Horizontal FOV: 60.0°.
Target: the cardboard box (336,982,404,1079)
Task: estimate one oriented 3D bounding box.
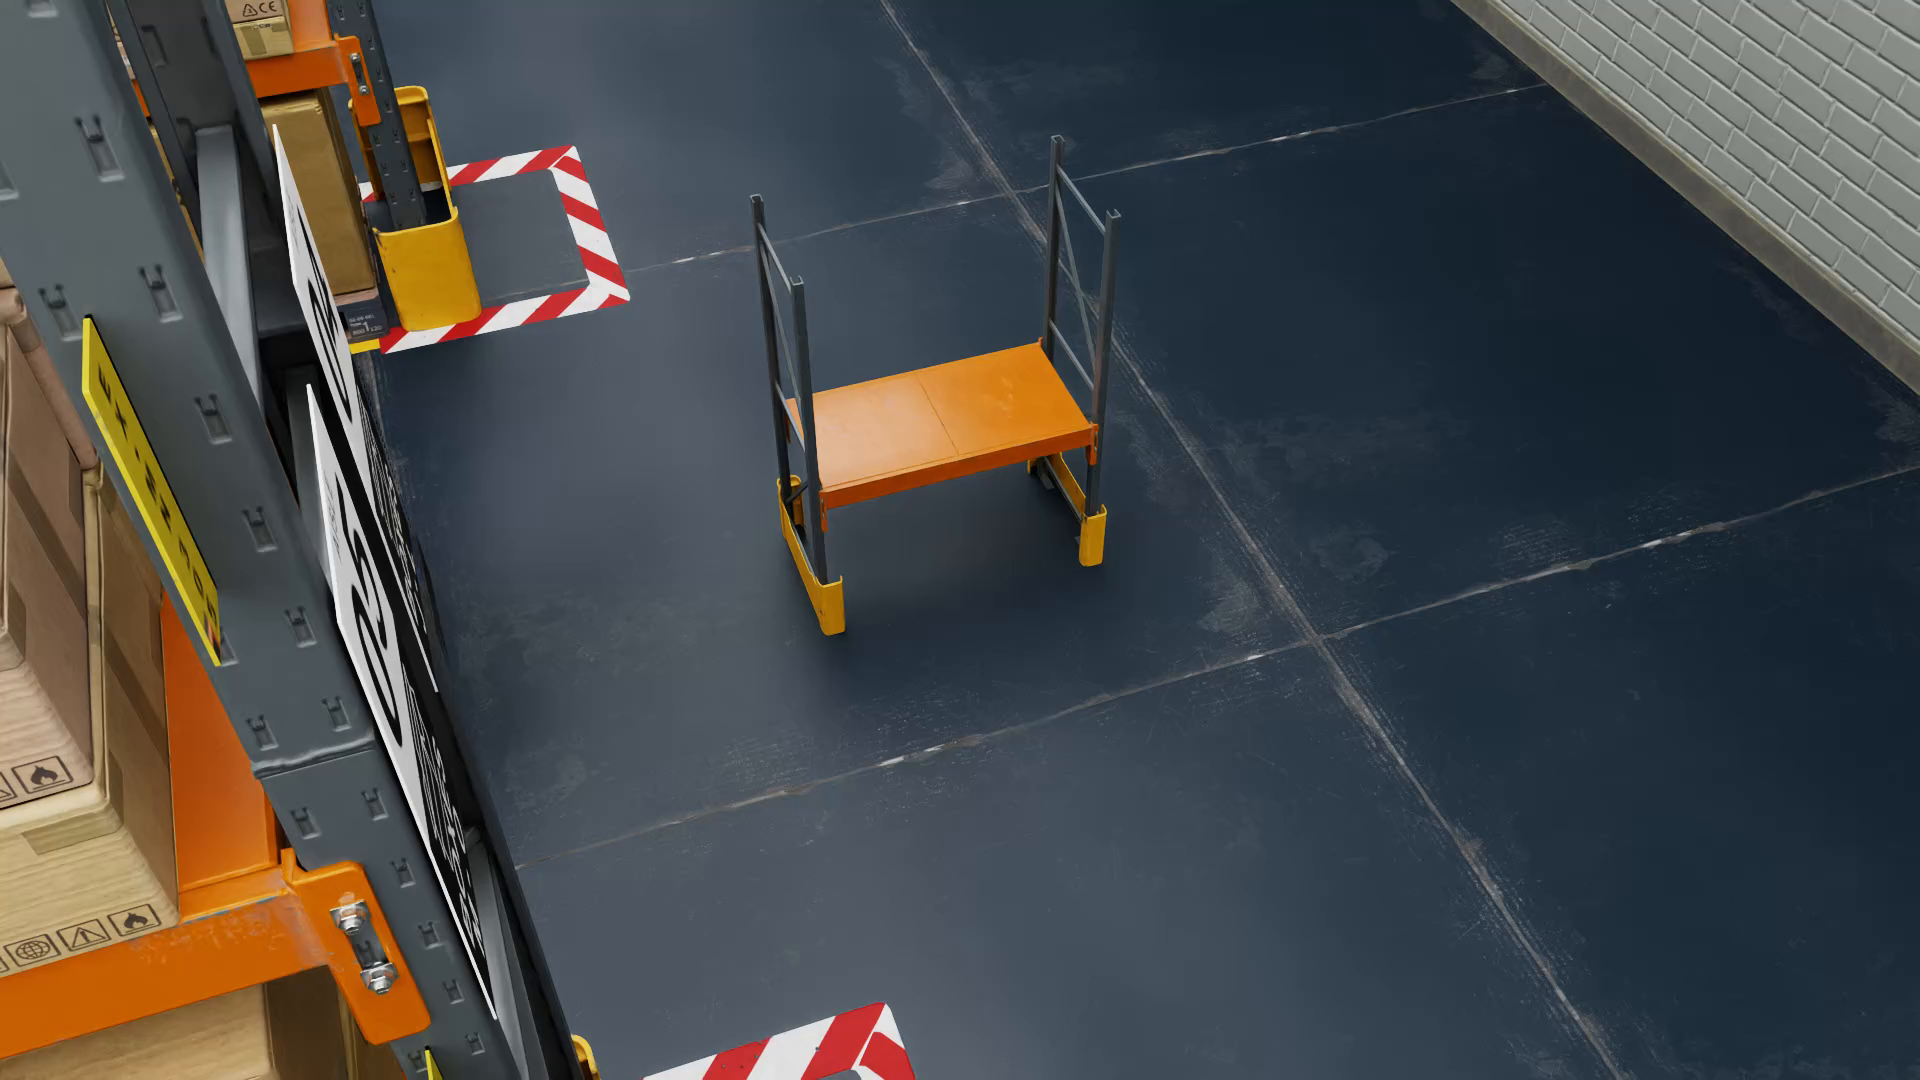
[{"bbox_3d":[-1.191,1.104,2.751,0.500,0.500,0.500,-13,47,-13],"label":"cardboard box"}]

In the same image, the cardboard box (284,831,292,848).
[{"bbox_3d":[-1.369,0.403,2.744,0.500,0.500,0.500,-15,47,-14],"label":"cardboard box"}]

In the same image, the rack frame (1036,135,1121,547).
[{"bbox_3d":[0.398,-0.631,5.820,0.032,1.500,0.500,-14,47,-14],"label":"rack frame"}]

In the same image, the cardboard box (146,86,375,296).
[{"bbox_3d":[-3.020,-1.555,6.885,0.875,0.875,0.875,-14,47,-14],"label":"cardboard box"}]

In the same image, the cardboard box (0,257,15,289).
[{"bbox_3d":[-1.238,-0.432,1.917,0.250,0.149,0.380,-15,47,-14],"label":"cardboard box"}]

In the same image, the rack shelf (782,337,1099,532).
[{"bbox_3d":[-0.080,-0.382,5.826,1.000,0.185,0.538,-14,47,-14],"label":"rack shelf"}]

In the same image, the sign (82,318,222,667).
[{"bbox_3d":[-0.687,-0.032,1.421,0.005,0.325,0.100,-14,47,-14],"label":"sign"}]

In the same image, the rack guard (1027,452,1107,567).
[{"bbox_3d":[0.397,-0.190,6.263,0.087,0.250,0.587,-14,47,-14],"label":"rack guard"}]

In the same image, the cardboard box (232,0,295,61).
[{"bbox_3d":[-2.668,-1.970,6.273,0.250,0.149,0.380,-14,47,-13],"label":"cardboard box"}]

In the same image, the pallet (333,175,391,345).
[{"bbox_3d":[-3.171,-1.135,7.232,1.213,0.211,1.003,-14,47,-14],"label":"pallet"}]

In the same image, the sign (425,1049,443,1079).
[{"bbox_3d":[-0.687,0.819,2.275,0.005,0.325,0.100,-14,47,-14],"label":"sign"}]

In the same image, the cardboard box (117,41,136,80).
[{"bbox_3d":[-3.150,-1.847,6.150,0.250,0.149,0.380,-14,47,-14],"label":"cardboard box"}]

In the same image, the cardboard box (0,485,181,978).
[{"bbox_3d":[-1.194,0.245,1.877,0.500,0.250,0.500,-15,47,-15],"label":"cardboard box"}]

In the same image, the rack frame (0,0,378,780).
[{"bbox_3d":[-0.856,-1.153,1.046,0.127,3.000,1.000,-14,47,-14],"label":"rack frame"}]

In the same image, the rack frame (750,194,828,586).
[{"bbox_3d":[-0.558,-0.387,5.576,0.032,1.500,0.500,-14,47,-14],"label":"rack frame"}]

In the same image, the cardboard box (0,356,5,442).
[{"bbox_3d":[-1.069,-0.083,1.568,0.250,0.149,0.380,-15,47,-14],"label":"cardboard box"}]

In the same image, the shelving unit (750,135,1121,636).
[{"bbox_3d":[-0.072,-0.511,5.701,1.083,1.500,0.587,-14,47,-14],"label":"shelving unit"}]

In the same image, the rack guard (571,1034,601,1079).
[{"bbox_3d":[-0.928,1.865,4.038,0.348,0.500,1.175,-14,47,-14],"label":"rack guard"}]

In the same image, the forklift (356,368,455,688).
[{"bbox_3d":[-3.181,-0.190,4.370,3.031,2.935,1.130,-15,47,-15],"label":"forklift"}]

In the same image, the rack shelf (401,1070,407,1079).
[{"bbox_3d":[-2.737,1.700,2.946,4.000,0.370,1.077,-14,47,-14],"label":"rack shelf"}]

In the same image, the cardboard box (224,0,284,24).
[{"bbox_3d":[-2.811,-2.123,6.144,0.500,0.250,0.500,-15,47,-14],"label":"cardboard box"}]

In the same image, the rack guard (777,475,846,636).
[{"bbox_3d":[-0.540,0.050,6.024,0.087,0.250,0.587,-14,47,-14],"label":"rack guard"}]

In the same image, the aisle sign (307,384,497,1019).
[{"bbox_3d":[-0.686,0.229,2.068,0.004,0.787,0.394,-14,47,-14],"label":"aisle sign"}]

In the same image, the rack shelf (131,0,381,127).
[{"bbox_3d":[-4.326,-1.629,6.264,4.000,0.370,1.077,-14,47,-14],"label":"rack shelf"}]

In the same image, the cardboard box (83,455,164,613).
[{"bbox_3d":[-1.365,-0.103,2.223,0.500,0.250,0.500,-13,46,-12],"label":"cardboard box"}]

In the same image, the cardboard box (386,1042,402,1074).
[{"bbox_3d":[-1.372,0.748,3.106,0.500,0.500,0.500,-12,46,-12],"label":"cardboard box"}]

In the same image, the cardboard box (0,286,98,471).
[{"bbox_3d":[-1.367,-0.283,2.049,0.500,0.250,0.500,-14,47,-13],"label":"cardboard box"}]

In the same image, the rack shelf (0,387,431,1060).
[{"bbox_3d":[-2.737,0.641,1.884,4.000,0.370,1.077,-14,47,-14],"label":"rack shelf"}]

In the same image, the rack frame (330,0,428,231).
[{"bbox_3d":[-2.445,-2.364,6.488,0.127,3.000,1.000,-14,47,-14],"label":"rack frame"}]

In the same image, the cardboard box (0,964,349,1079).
[{"bbox_3d":[-1.202,0.747,2.401,0.500,0.500,0.500,-15,47,-15],"label":"cardboard box"}]

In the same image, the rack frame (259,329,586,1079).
[{"bbox_3d":[-0.856,0.965,3.171,0.127,3.000,1.000,-14,47,-14],"label":"rack frame"}]

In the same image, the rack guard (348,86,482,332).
[{"bbox_3d":[-2.423,-1.487,7.379,0.348,0.500,1.175,-14,47,-14],"label":"rack guard"}]

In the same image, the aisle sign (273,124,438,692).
[{"bbox_3d":[-0.889,-0.170,2.466,0.004,0.787,0.394,-14,47,-14],"label":"aisle sign"}]

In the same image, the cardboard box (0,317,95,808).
[{"bbox_3d":[-1.203,0.063,1.705,0.500,0.250,0.500,-16,47,-15],"label":"cardboard box"}]

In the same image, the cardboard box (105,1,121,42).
[{"bbox_3d":[-3.288,-2.001,6.022,0.500,0.250,0.500,-15,47,-15],"label":"cardboard box"}]
